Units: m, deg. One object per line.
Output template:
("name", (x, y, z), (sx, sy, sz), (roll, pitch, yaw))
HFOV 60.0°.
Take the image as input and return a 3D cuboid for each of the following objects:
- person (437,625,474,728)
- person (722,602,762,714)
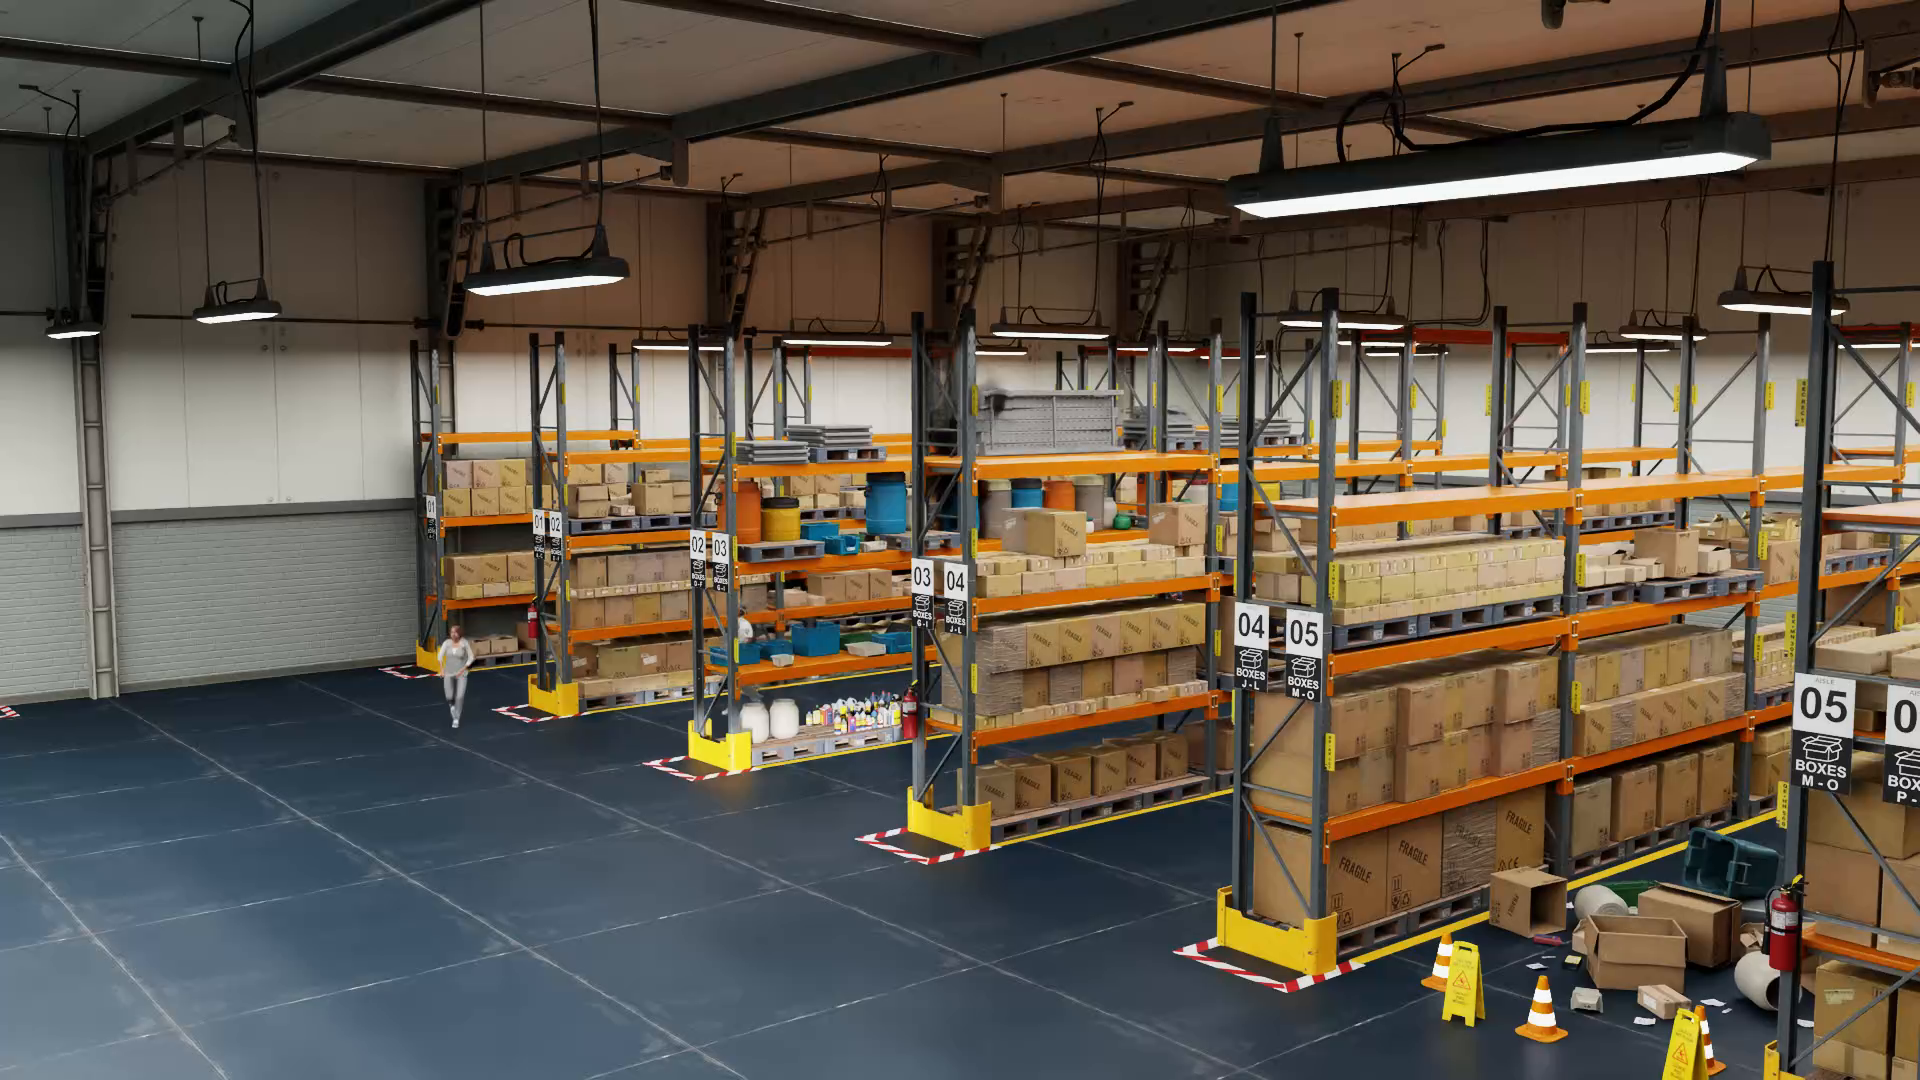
("person", (-7.666, 2.061, 25.292), (0.536, 1.571, 0.511), (-1, 5, -13))
("person", (-3.306, 1.744, 24.888), (0.640, 1.708, 0.598), (-5, 7, -41))
